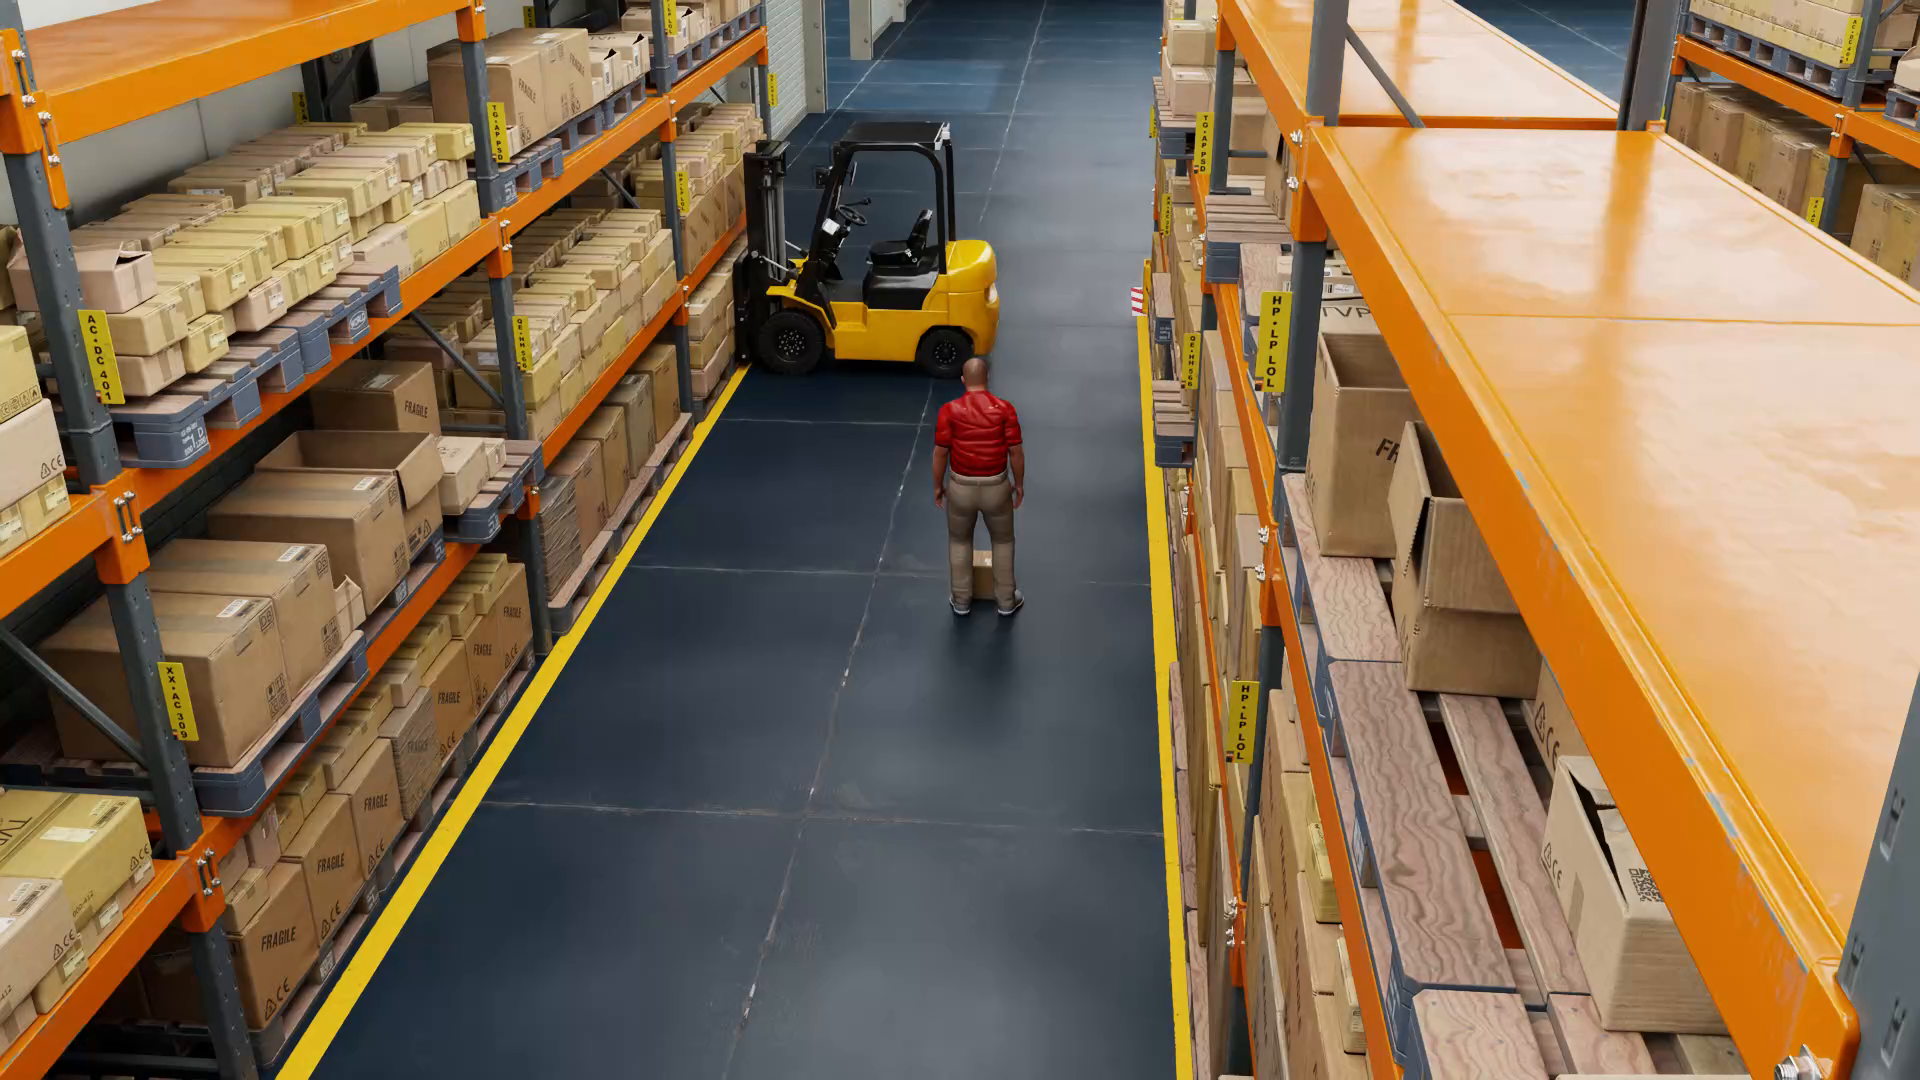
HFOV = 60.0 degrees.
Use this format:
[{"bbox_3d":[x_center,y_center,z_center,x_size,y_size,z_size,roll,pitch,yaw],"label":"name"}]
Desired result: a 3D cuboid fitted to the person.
[{"bbox_3d":[0.127,-0.331,10.757,0.603,1.726,0.394,0,24,1],"label":"person"}]
